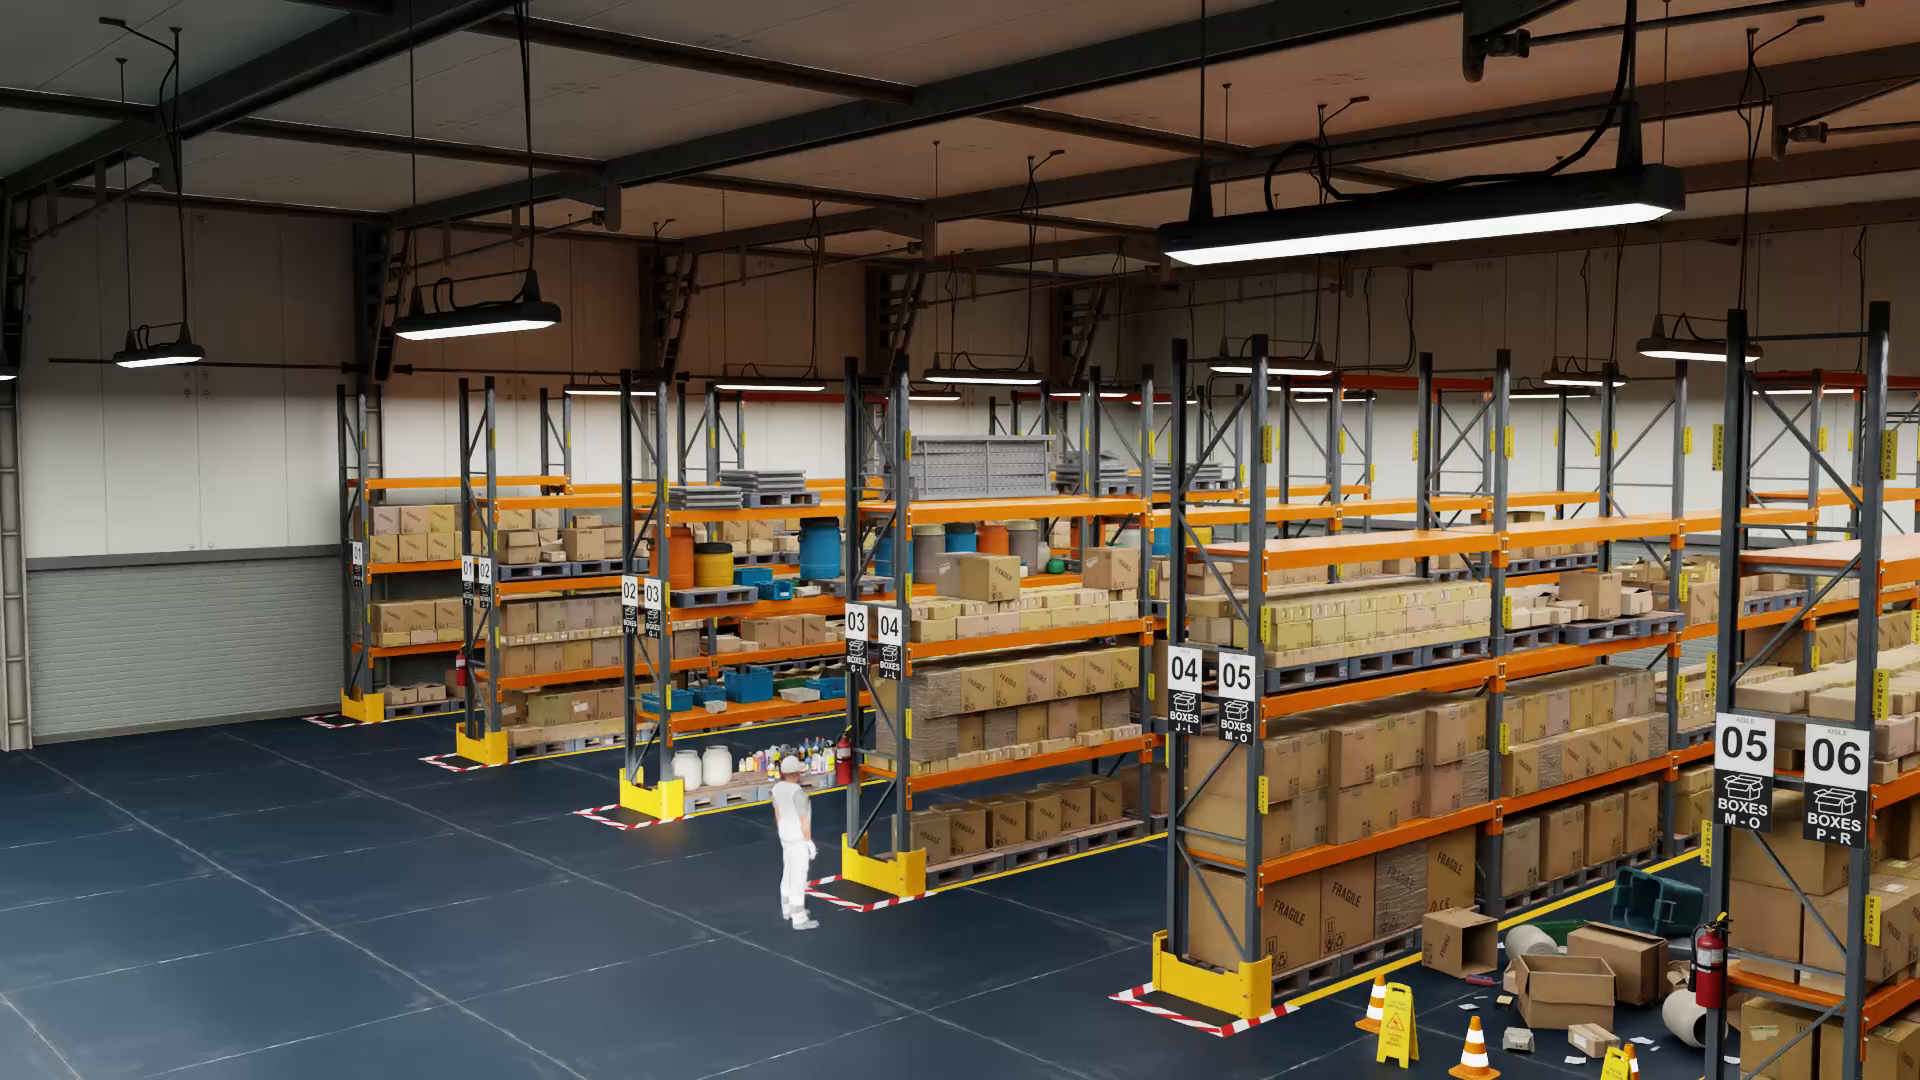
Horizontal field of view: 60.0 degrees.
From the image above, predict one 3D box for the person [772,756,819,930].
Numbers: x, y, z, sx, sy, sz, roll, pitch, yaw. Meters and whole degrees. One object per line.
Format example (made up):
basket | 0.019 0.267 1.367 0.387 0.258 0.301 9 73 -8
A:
person | -1.712 3.132 17.375 0.455 1.794 0.582 -2 4 -24
